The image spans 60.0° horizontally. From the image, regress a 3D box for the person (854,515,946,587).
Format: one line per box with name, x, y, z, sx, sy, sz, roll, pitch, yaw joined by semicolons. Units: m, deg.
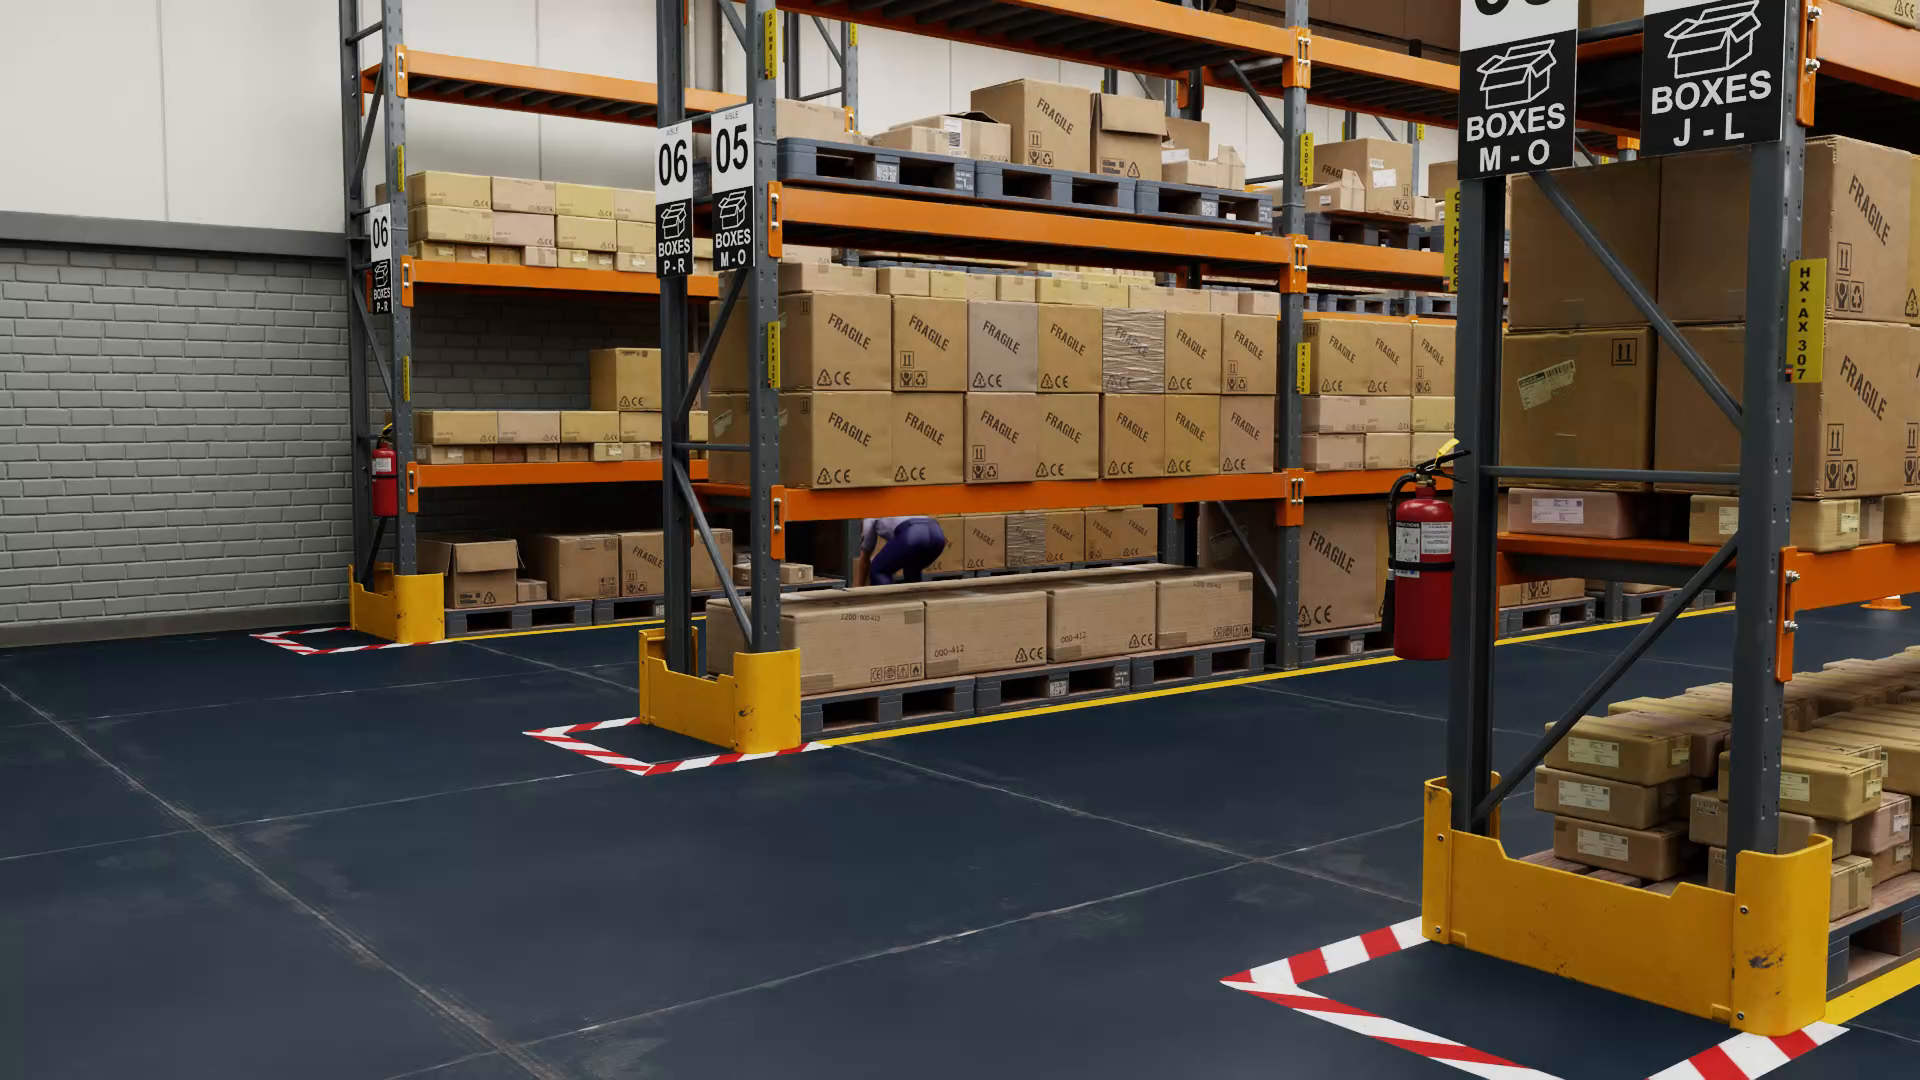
person;-0.519;0.175;13.423;0.510;0.985;0.892;-4;6;-41
